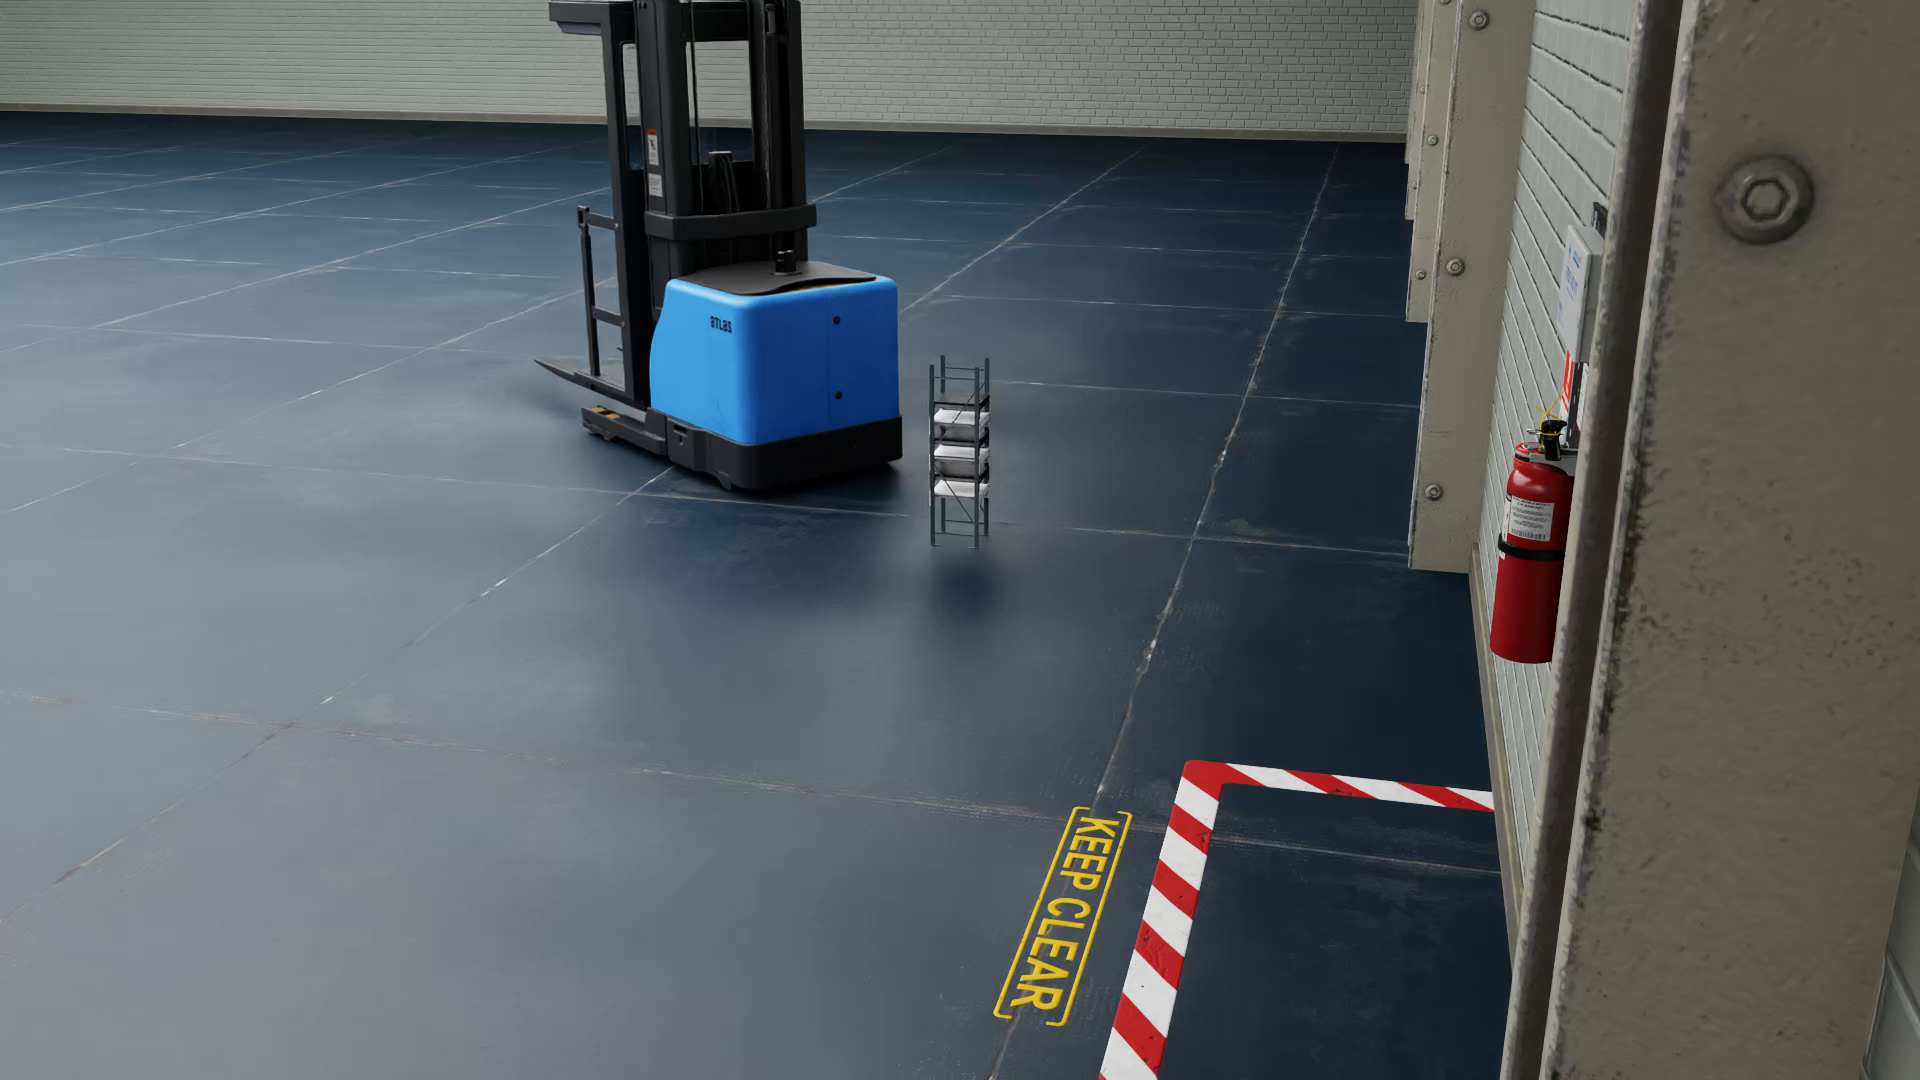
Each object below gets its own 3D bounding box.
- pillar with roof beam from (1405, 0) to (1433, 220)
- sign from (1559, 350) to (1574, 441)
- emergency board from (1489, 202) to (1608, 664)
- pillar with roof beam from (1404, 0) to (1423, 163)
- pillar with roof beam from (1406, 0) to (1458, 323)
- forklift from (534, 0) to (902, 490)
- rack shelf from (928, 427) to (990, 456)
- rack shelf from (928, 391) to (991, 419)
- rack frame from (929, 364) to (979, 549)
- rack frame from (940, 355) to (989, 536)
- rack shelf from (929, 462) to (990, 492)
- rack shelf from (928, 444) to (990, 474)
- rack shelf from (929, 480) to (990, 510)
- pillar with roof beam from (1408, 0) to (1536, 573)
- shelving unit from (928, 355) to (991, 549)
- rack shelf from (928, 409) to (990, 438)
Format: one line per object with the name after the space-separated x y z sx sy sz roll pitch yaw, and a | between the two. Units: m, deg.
1.058 -8.276 18.496 9.100 9.000 0.400 5 19 13 | pillar with roof beam
1.710 -0.409 4.689 0.001 0.329 0.234 5 19 13 | sign
1.475 -0.227 4.211 0.194 1.169 0.643 5 19 13 | emergency board
2.524 -10.157 24.001 9.100 9.000 0.400 5 19 13 | pillar with roof beam
-0.408 -6.395 12.990 9.100 9.000 0.400 5 19 13 | pillar with roof beam
-1.629 -2.061 9.688 1.130 2.935 3.031 -14 23 -36 | forklift
-0.002 -0.477 8.016 0.258 0.077 0.200 5 19 13 | rack shelf
-0.002 -0.647 7.958 0.258 0.077 0.200 5 19 13 | rack shelf
-0.027 -0.391 7.941 0.240 0.900 0.006 5 19 13 | rack frame
0.023 -0.455 8.128 0.240 0.900 0.006 5 19 13 | rack frame
-0.002 -0.307 8.075 0.258 0.077 0.200 5 19 13 | rack shelf
-0.002 -0.392 8.045 0.258 0.077 0.200 5 19 13 | rack shelf
-0.002 -0.221 8.104 0.258 0.077 0.200 5 19 13 | rack shelf
-1.874 -4.515 7.484 9.100 9.000 0.400 5 19 13 | pillar with roof beam
-0.002 -0.423 8.035 0.258 0.900 0.210 5 19 13 | shelving unit
-0.002 -0.562 7.987 0.258 0.077 0.200 5 19 13 | rack shelf
